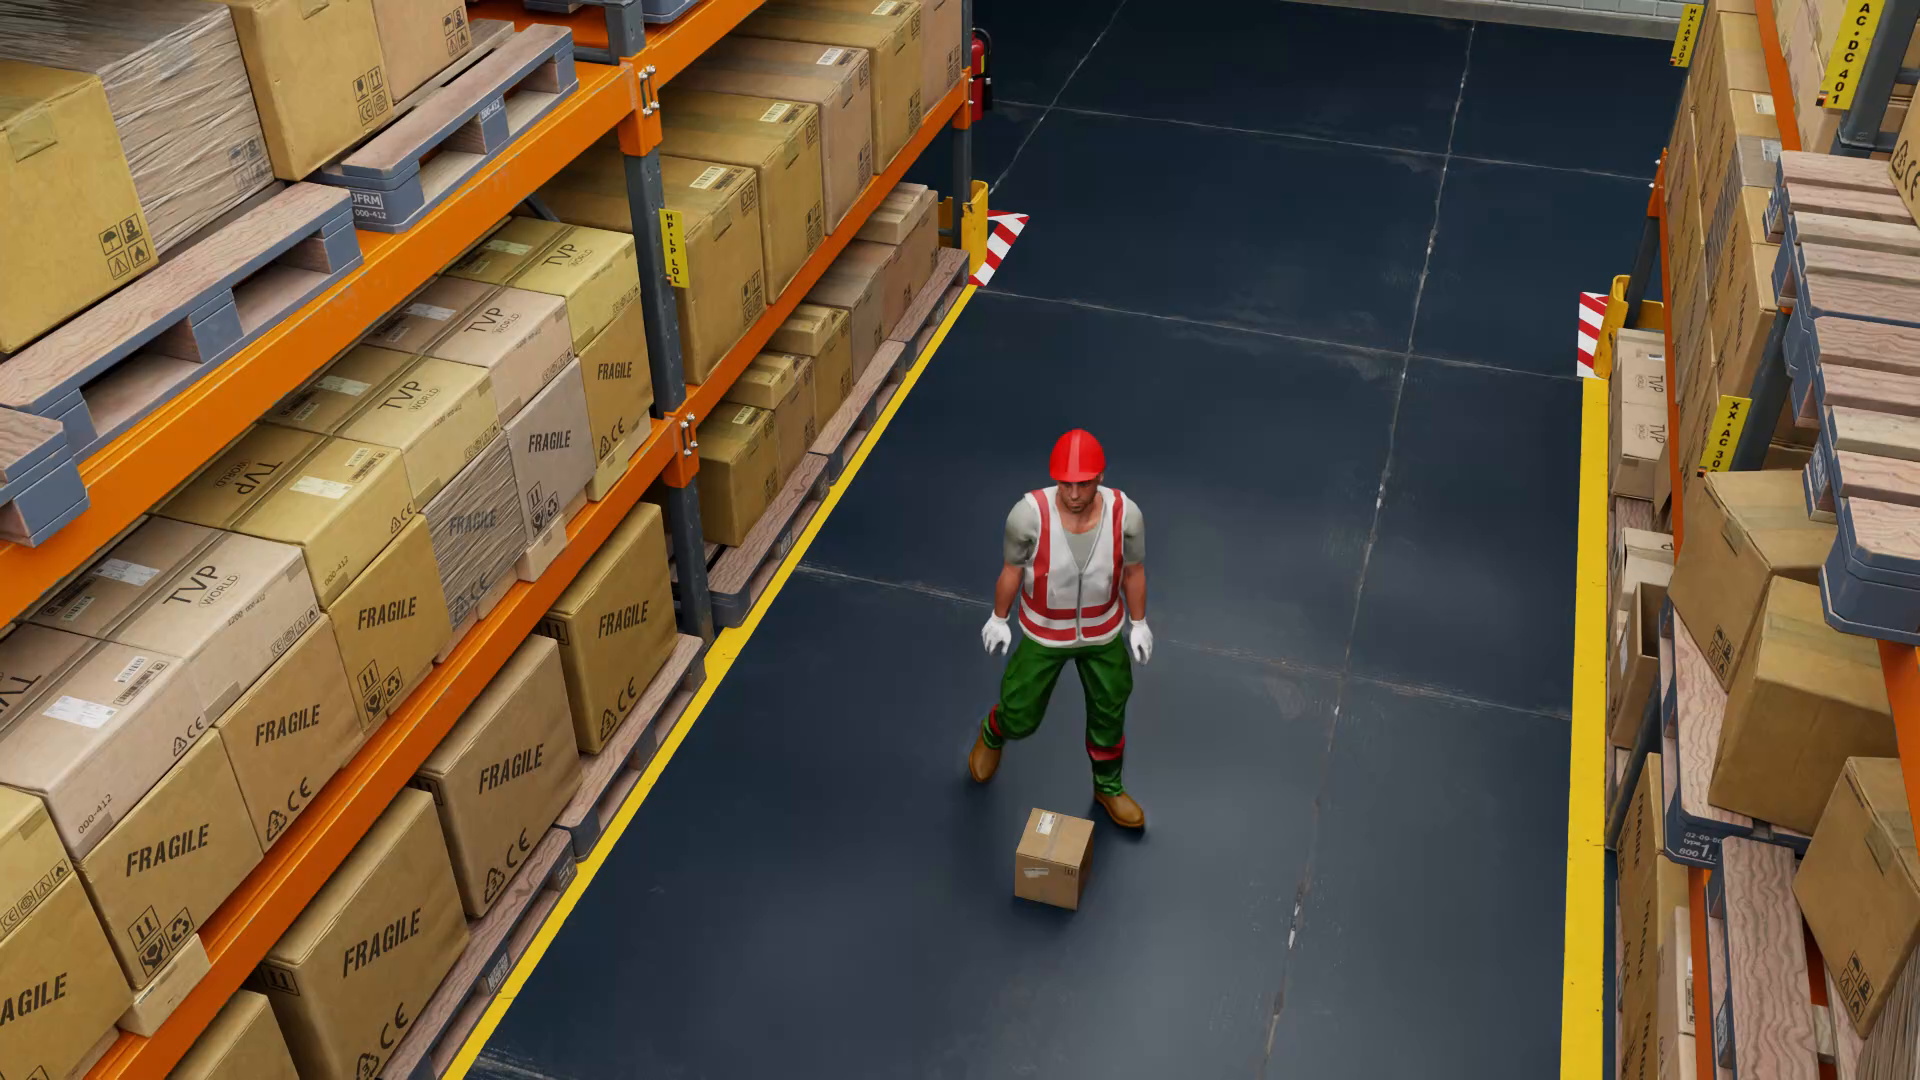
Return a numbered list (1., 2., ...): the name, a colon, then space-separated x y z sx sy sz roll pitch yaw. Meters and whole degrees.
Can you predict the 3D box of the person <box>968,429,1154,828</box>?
1. person: 0.401 0.339 6.412 0.696 1.789 0.598 -6 37 -8
